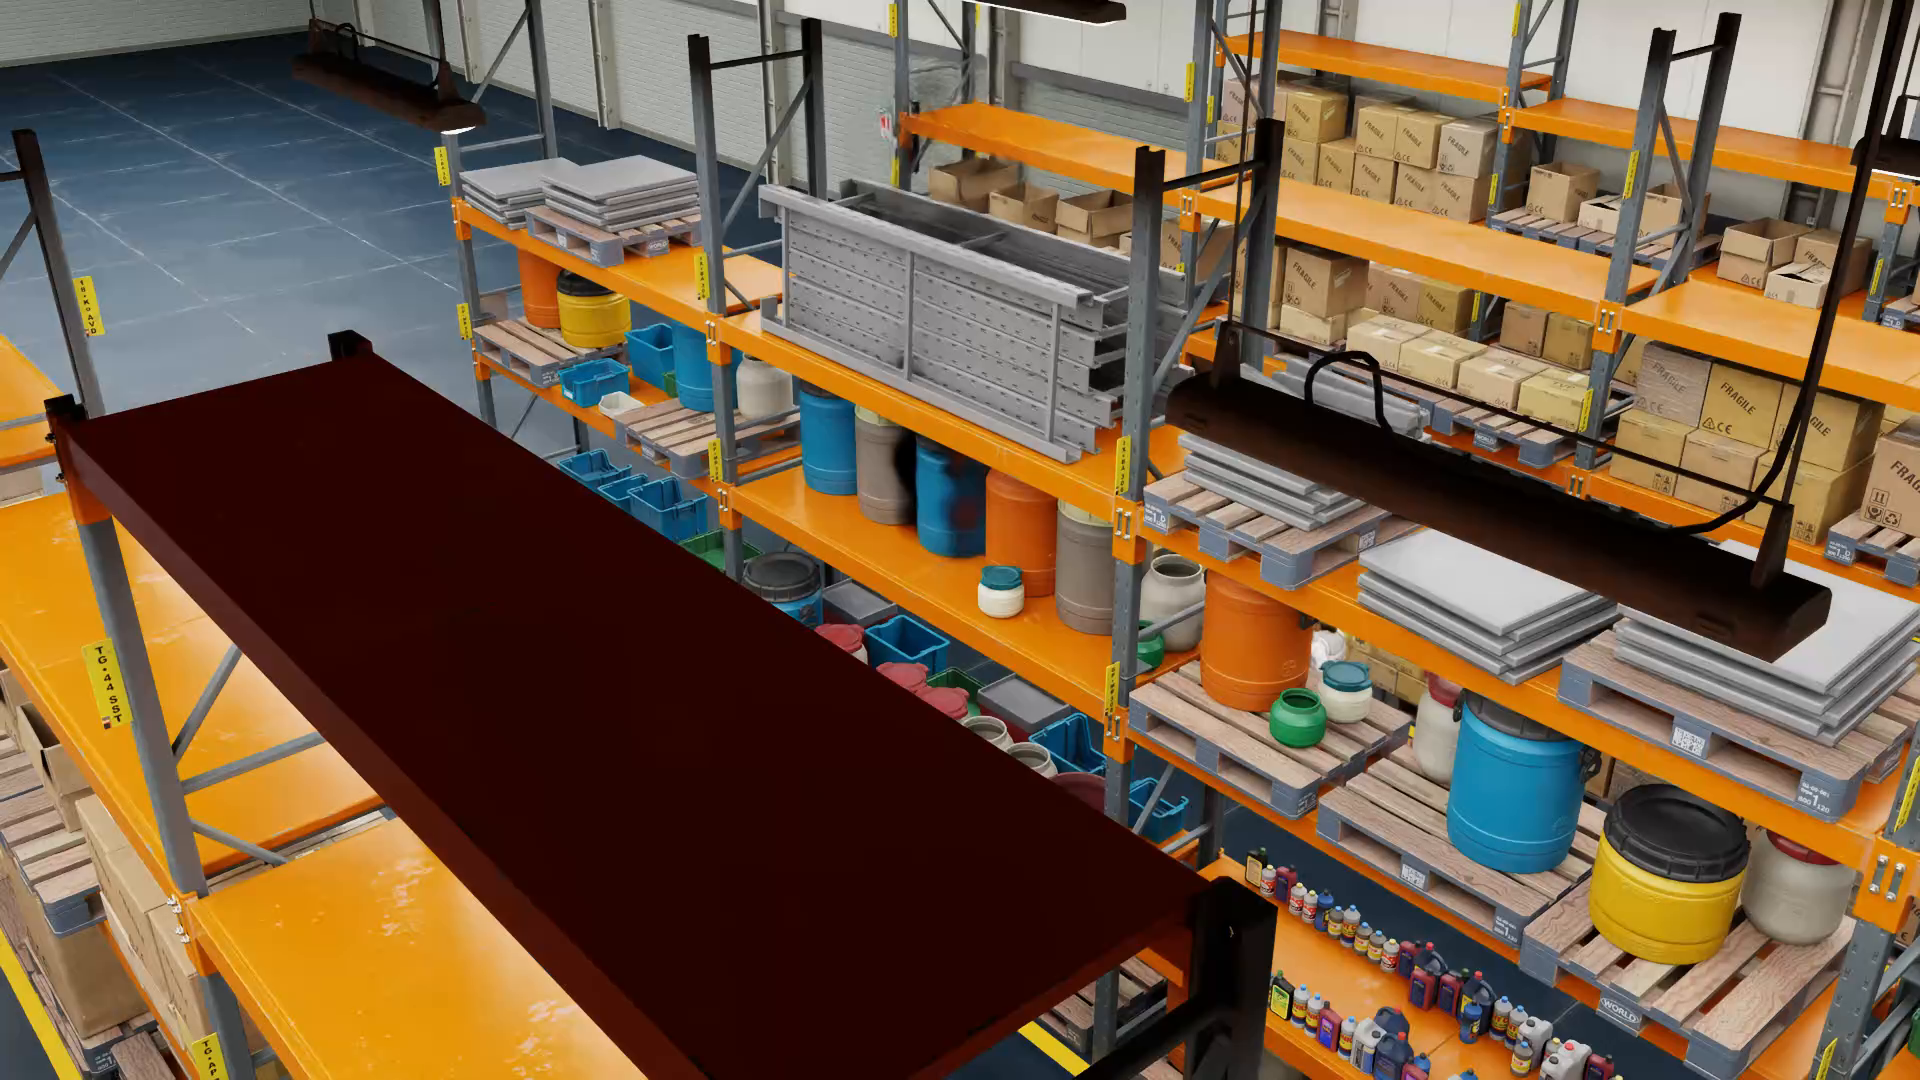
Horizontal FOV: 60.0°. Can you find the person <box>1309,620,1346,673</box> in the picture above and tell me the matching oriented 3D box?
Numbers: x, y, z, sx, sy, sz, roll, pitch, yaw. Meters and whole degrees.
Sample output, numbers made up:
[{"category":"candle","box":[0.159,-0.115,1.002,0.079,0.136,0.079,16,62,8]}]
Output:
[{"category":"person","box":[2.773,1.230,12.745,0.623,1.661,0.650,17,32,30]}]
